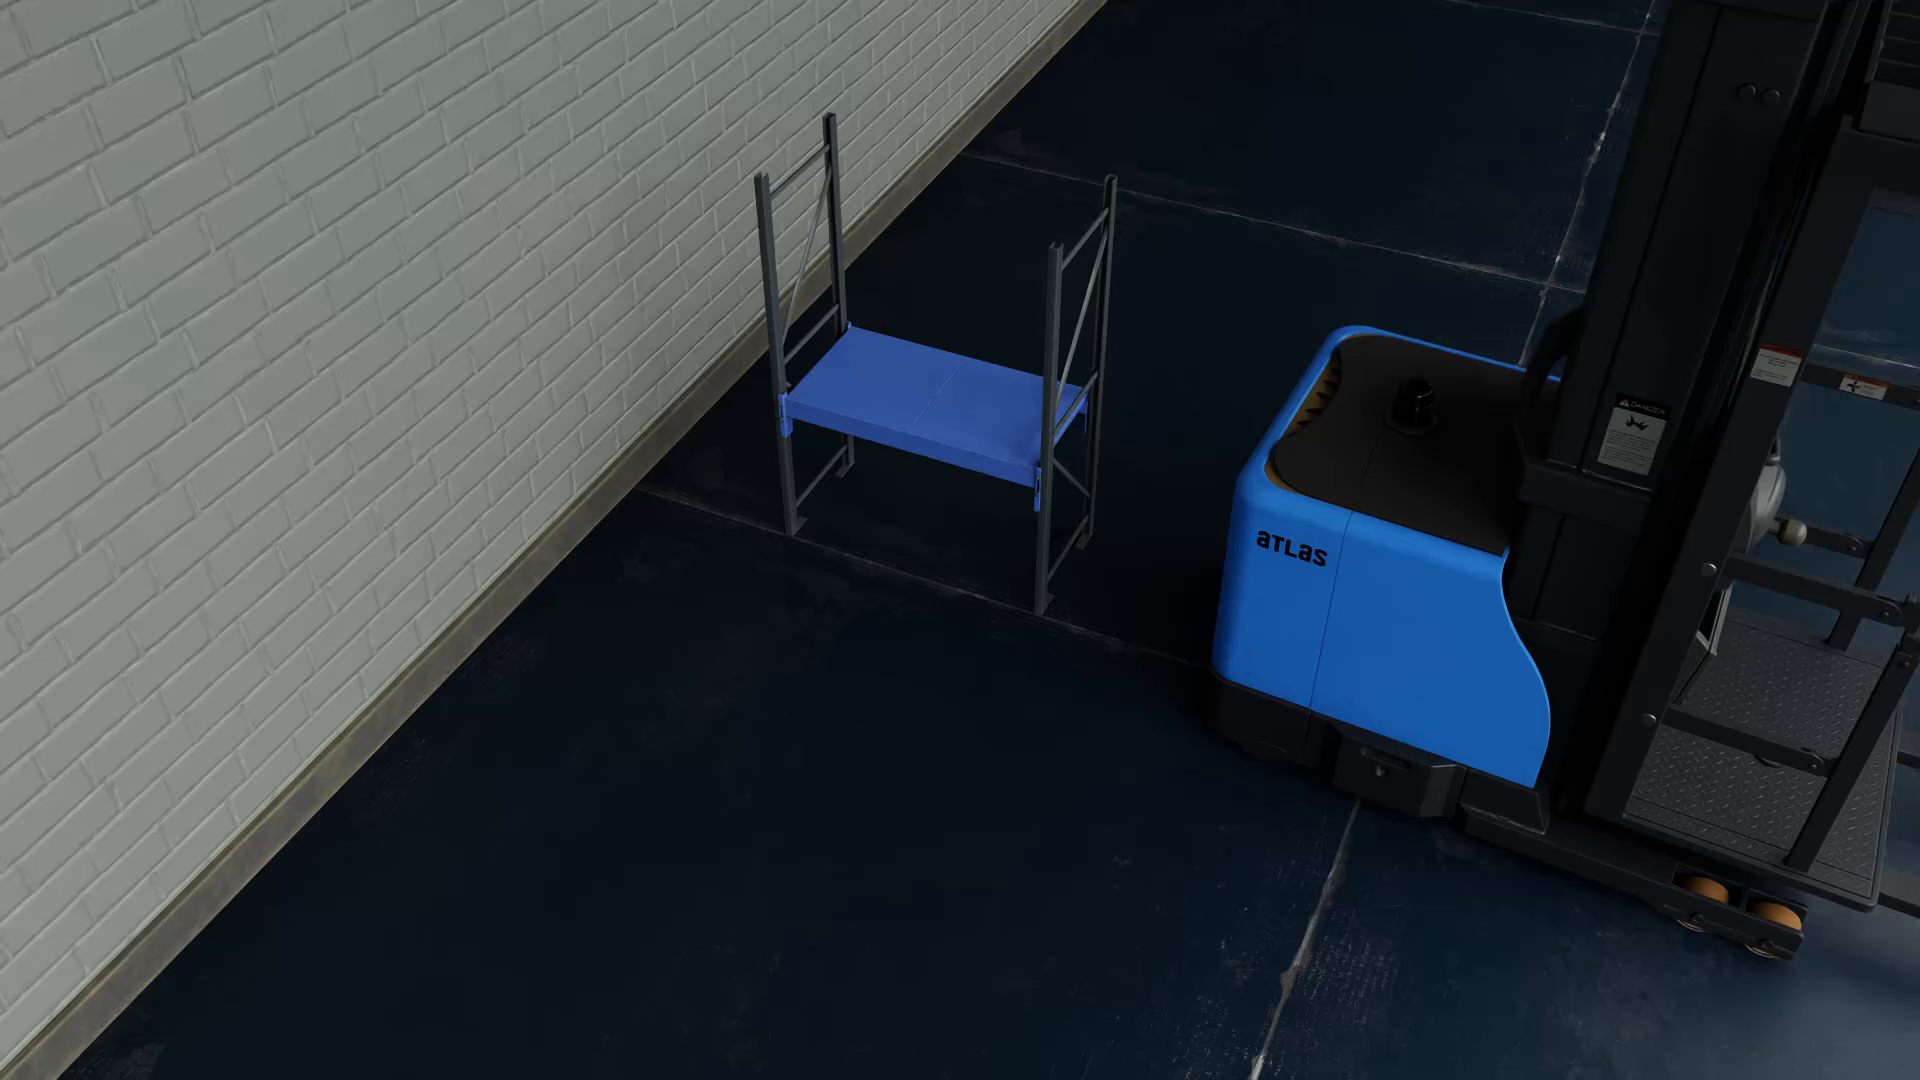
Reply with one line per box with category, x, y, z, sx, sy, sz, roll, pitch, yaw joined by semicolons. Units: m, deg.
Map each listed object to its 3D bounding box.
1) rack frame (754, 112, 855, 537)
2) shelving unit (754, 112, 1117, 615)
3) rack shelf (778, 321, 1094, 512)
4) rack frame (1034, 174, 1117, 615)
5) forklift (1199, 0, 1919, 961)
rack frame;-0.538;-0.731;5.948;0.032;1.500;0.500;17;44;19
shelving unit;-0.077;-0.590;5.786;1.048;1.500;0.538;17;44;19
rack shelf;-0.077;-0.454;5.904;1.000;0.185;0.538;17;44;19
rack frame;0.383;-0.450;5.624;0.032;1.500;0.500;17;44;19
forklift;2.336;-0.292;4.350;3.031;2.935;1.130;19;44;21
